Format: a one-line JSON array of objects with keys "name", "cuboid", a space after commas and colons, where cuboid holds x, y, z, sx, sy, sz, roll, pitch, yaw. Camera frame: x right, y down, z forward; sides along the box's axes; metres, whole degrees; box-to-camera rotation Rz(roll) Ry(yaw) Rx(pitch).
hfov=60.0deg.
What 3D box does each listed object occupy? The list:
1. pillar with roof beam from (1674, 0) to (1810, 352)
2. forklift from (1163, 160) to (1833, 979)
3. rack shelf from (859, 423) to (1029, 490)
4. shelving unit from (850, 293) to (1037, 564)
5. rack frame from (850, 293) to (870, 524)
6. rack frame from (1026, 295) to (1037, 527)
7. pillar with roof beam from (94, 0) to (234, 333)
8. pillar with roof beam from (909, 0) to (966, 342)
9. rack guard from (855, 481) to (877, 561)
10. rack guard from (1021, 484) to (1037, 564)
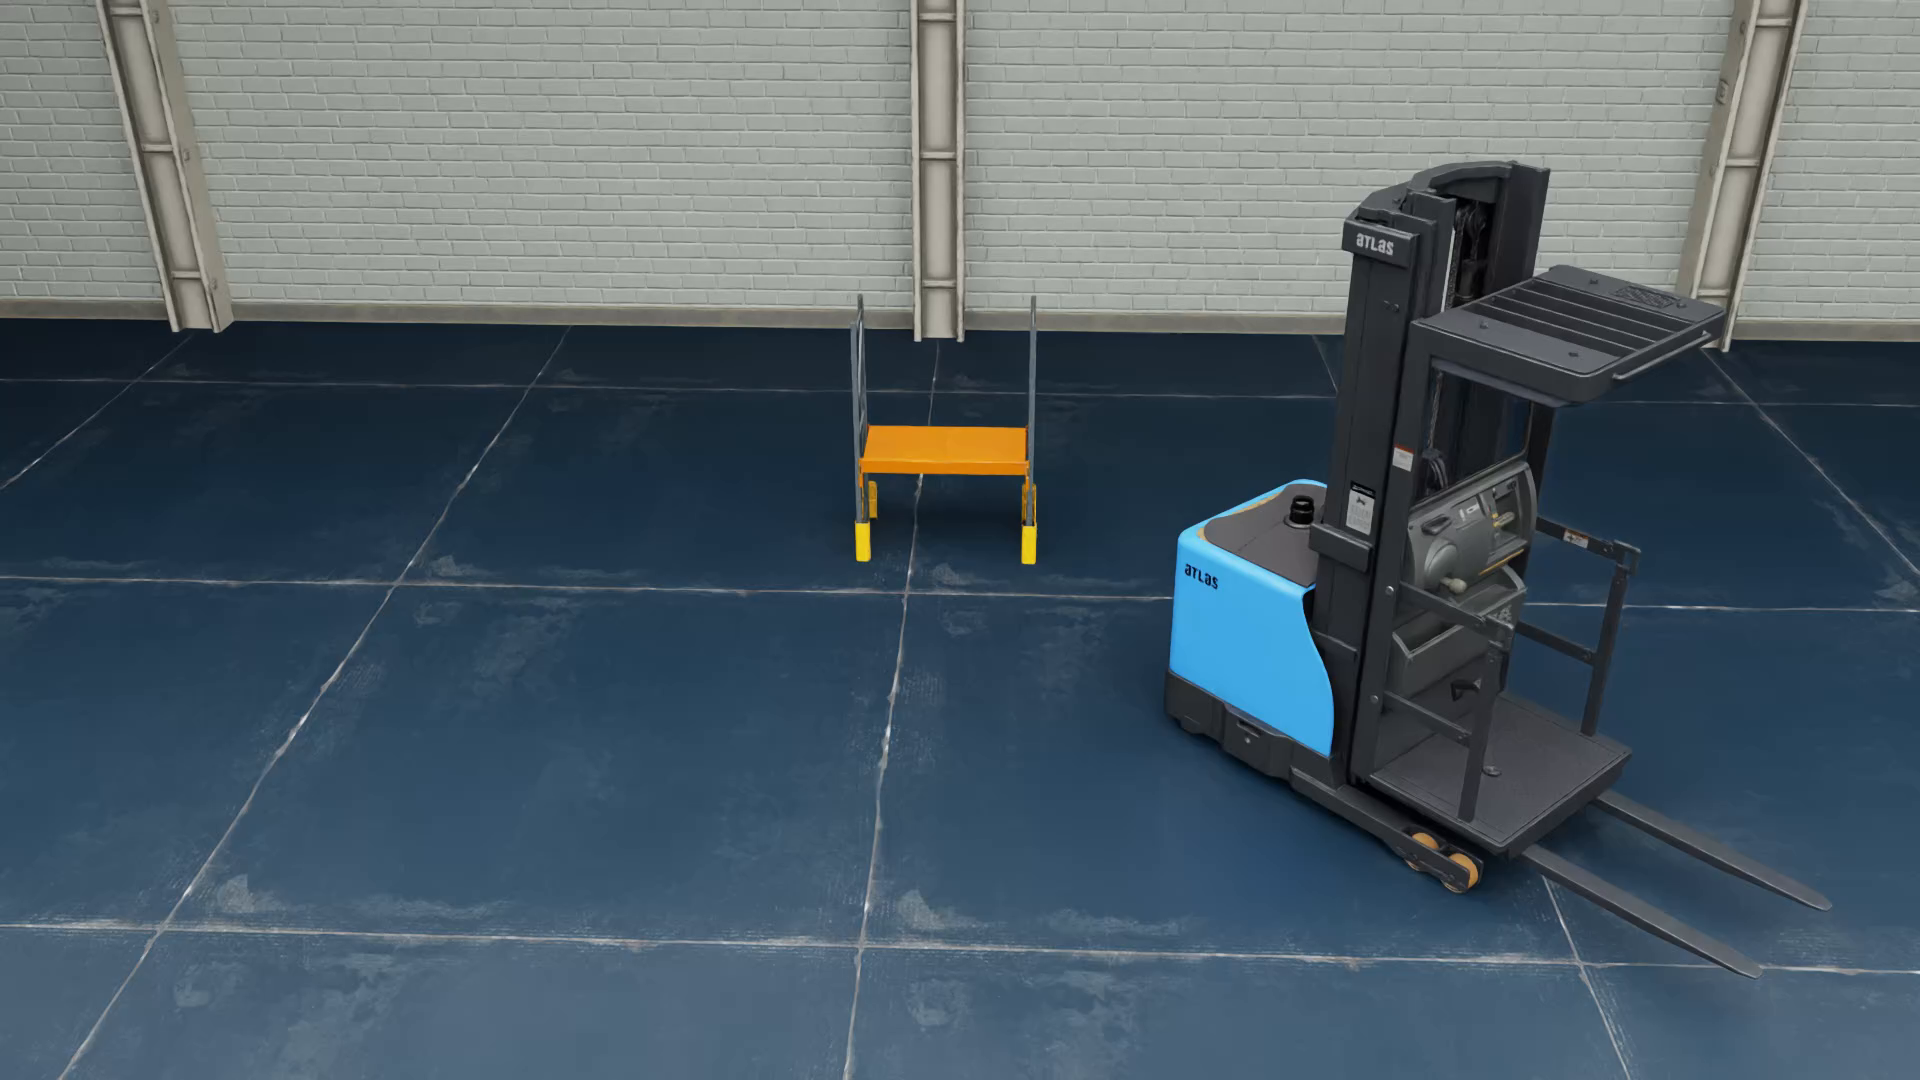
[{"name": "pillar with roof beam", "cuboid": [5.682, -3.510, 7.264, 0.400, 9.000, 9.100, 1, 28, 2]}, {"name": "forklift", "cuboid": [2.385, -0.013, 7.145, 1.130, 2.935, 3.031, -22, 35, -35]}, {"name": "rack shelf", "cuboid": [-0.085, -0.505, 9.986, 1.000, 0.185, 0.538, 1, 28, 2]}, {"name": "shelving unit", "cuboid": [-0.076, -0.664, 9.901, 1.083, 1.500, 0.587, 1, 28, 2]}, {"name": "rack frame", "cuboid": [-0.593, -0.672, 9.917, 0.032, 1.500, 0.500, 1, 28, 2]}, {"name": "rack frame", "cuboid": [0.423, -0.656, 9.886, 0.032, 1.500, 0.500, 1, 28, 2]}, {"name": "pillar with roof beam", "cuboid": [-6.311, -3.709, 7.638, 0.400, 9.000, 9.100, 1, 28, 2]}, {"name": "pillar with roof beam", "cuboid": [-0.315, -3.610, 7.451, 0.400, 9.000, 9.100, 1, 28, 2]}, {"name": "rack guard", "cuboid": [-0.574, -0.120, 10.209, 0.087, 0.250, 0.587, 1, 28, 2]}, {"name": "rack guard", "cuboid": [0.422, -0.103, 10.178, 0.087, 0.250, 0.587, 1, 28, 2]}]
